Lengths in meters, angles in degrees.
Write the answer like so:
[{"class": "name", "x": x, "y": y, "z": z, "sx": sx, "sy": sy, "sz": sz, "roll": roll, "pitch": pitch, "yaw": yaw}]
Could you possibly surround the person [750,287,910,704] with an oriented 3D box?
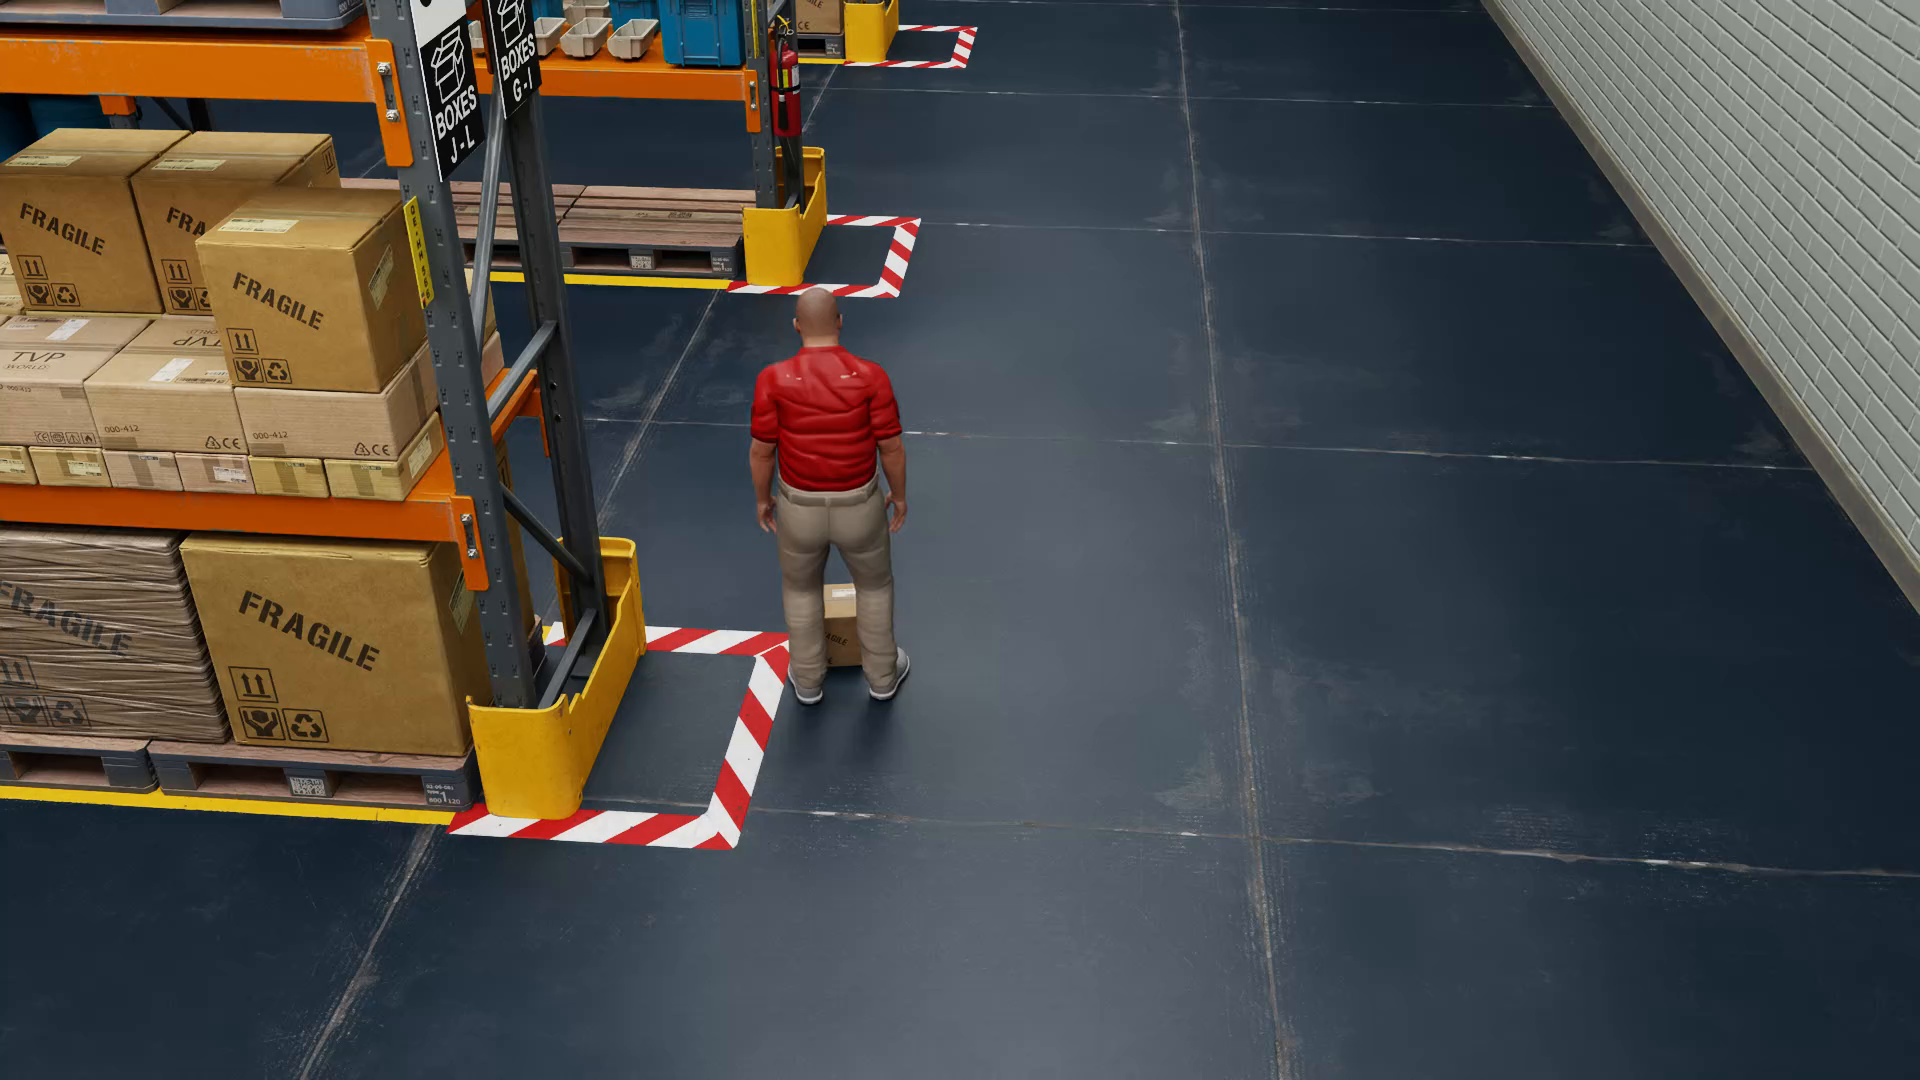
[{"class": "person", "x": -0.493, "y": -0.139, "z": 6.373, "sx": 0.587, "sy": 1.727, "sz": 0.398, "roll": -1, "pitch": 32, "yaw": -2}]
